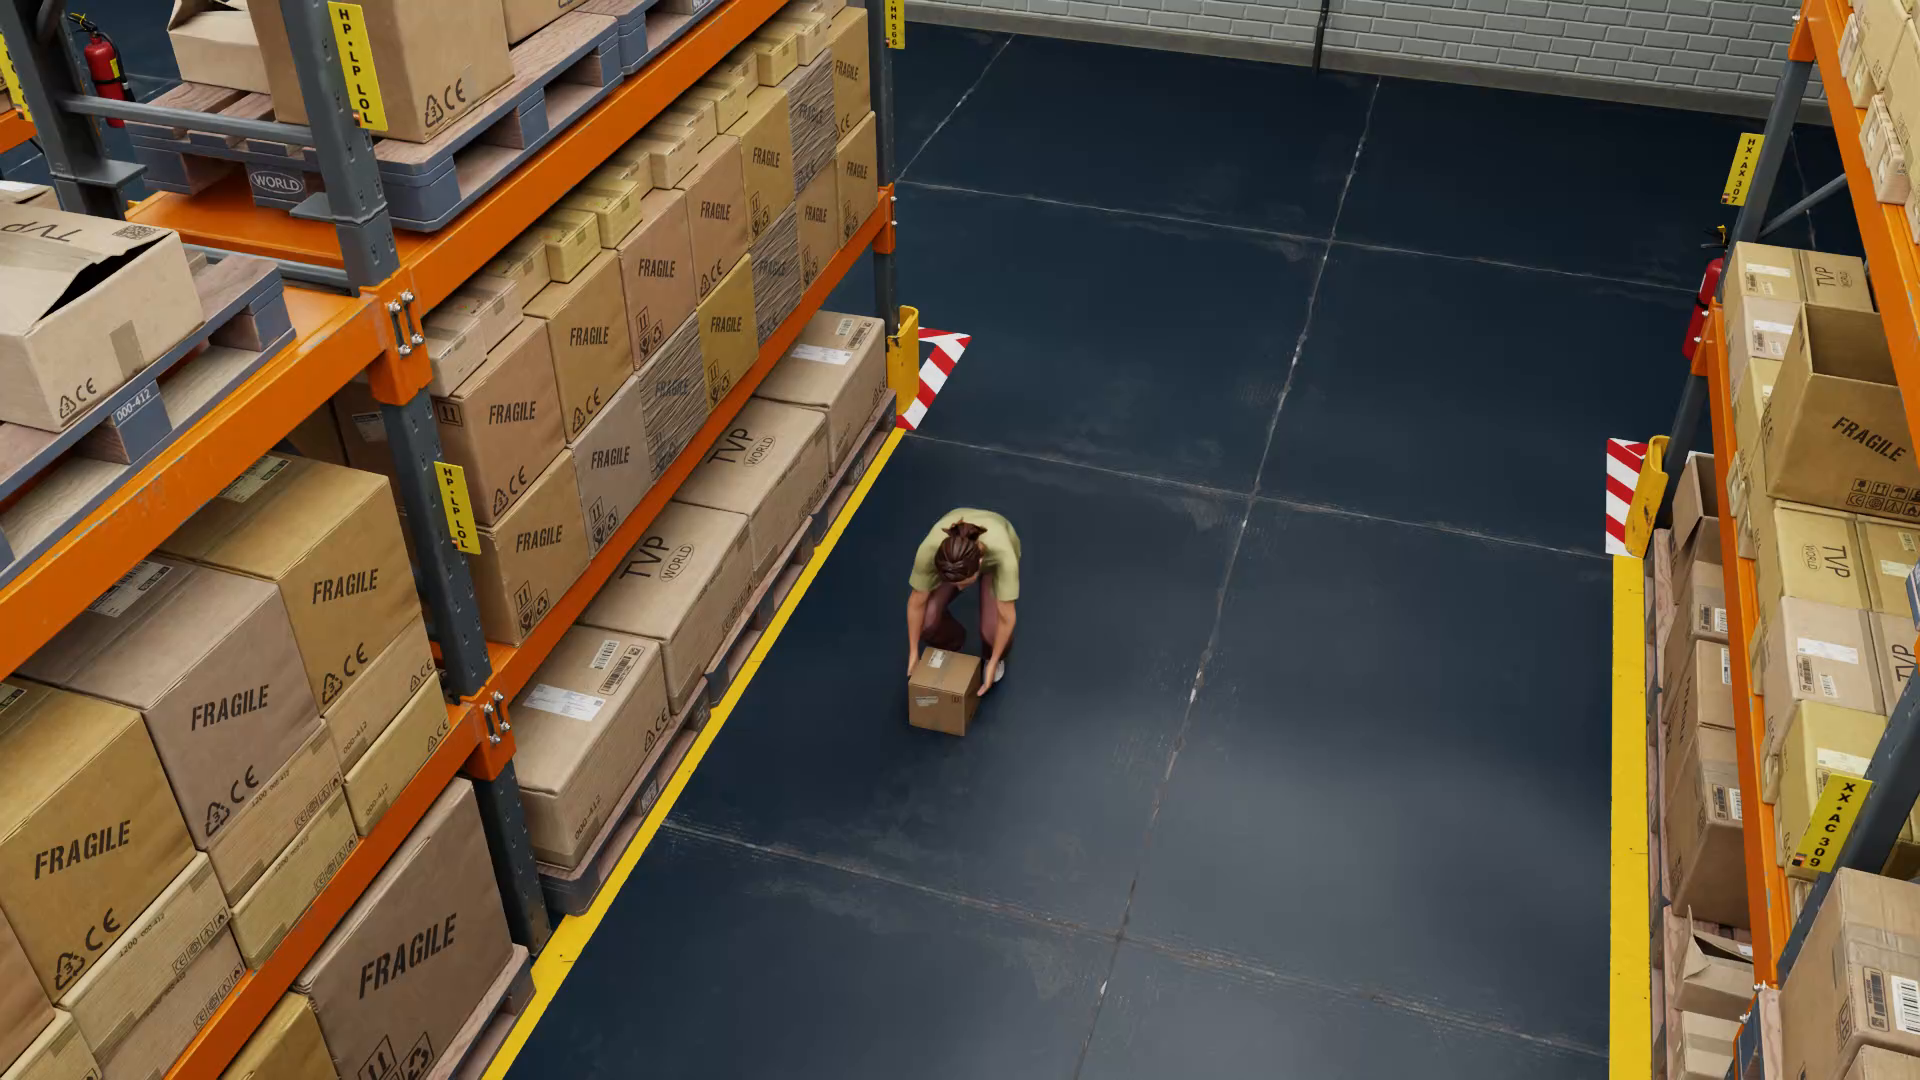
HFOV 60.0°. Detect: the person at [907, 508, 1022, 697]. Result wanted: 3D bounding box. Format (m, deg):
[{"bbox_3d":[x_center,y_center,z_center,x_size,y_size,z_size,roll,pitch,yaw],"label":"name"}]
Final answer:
[{"bbox_3d":[0.053,0.216,7.188,0.488,0.976,0.786,11,38,14],"label":"person"}]
